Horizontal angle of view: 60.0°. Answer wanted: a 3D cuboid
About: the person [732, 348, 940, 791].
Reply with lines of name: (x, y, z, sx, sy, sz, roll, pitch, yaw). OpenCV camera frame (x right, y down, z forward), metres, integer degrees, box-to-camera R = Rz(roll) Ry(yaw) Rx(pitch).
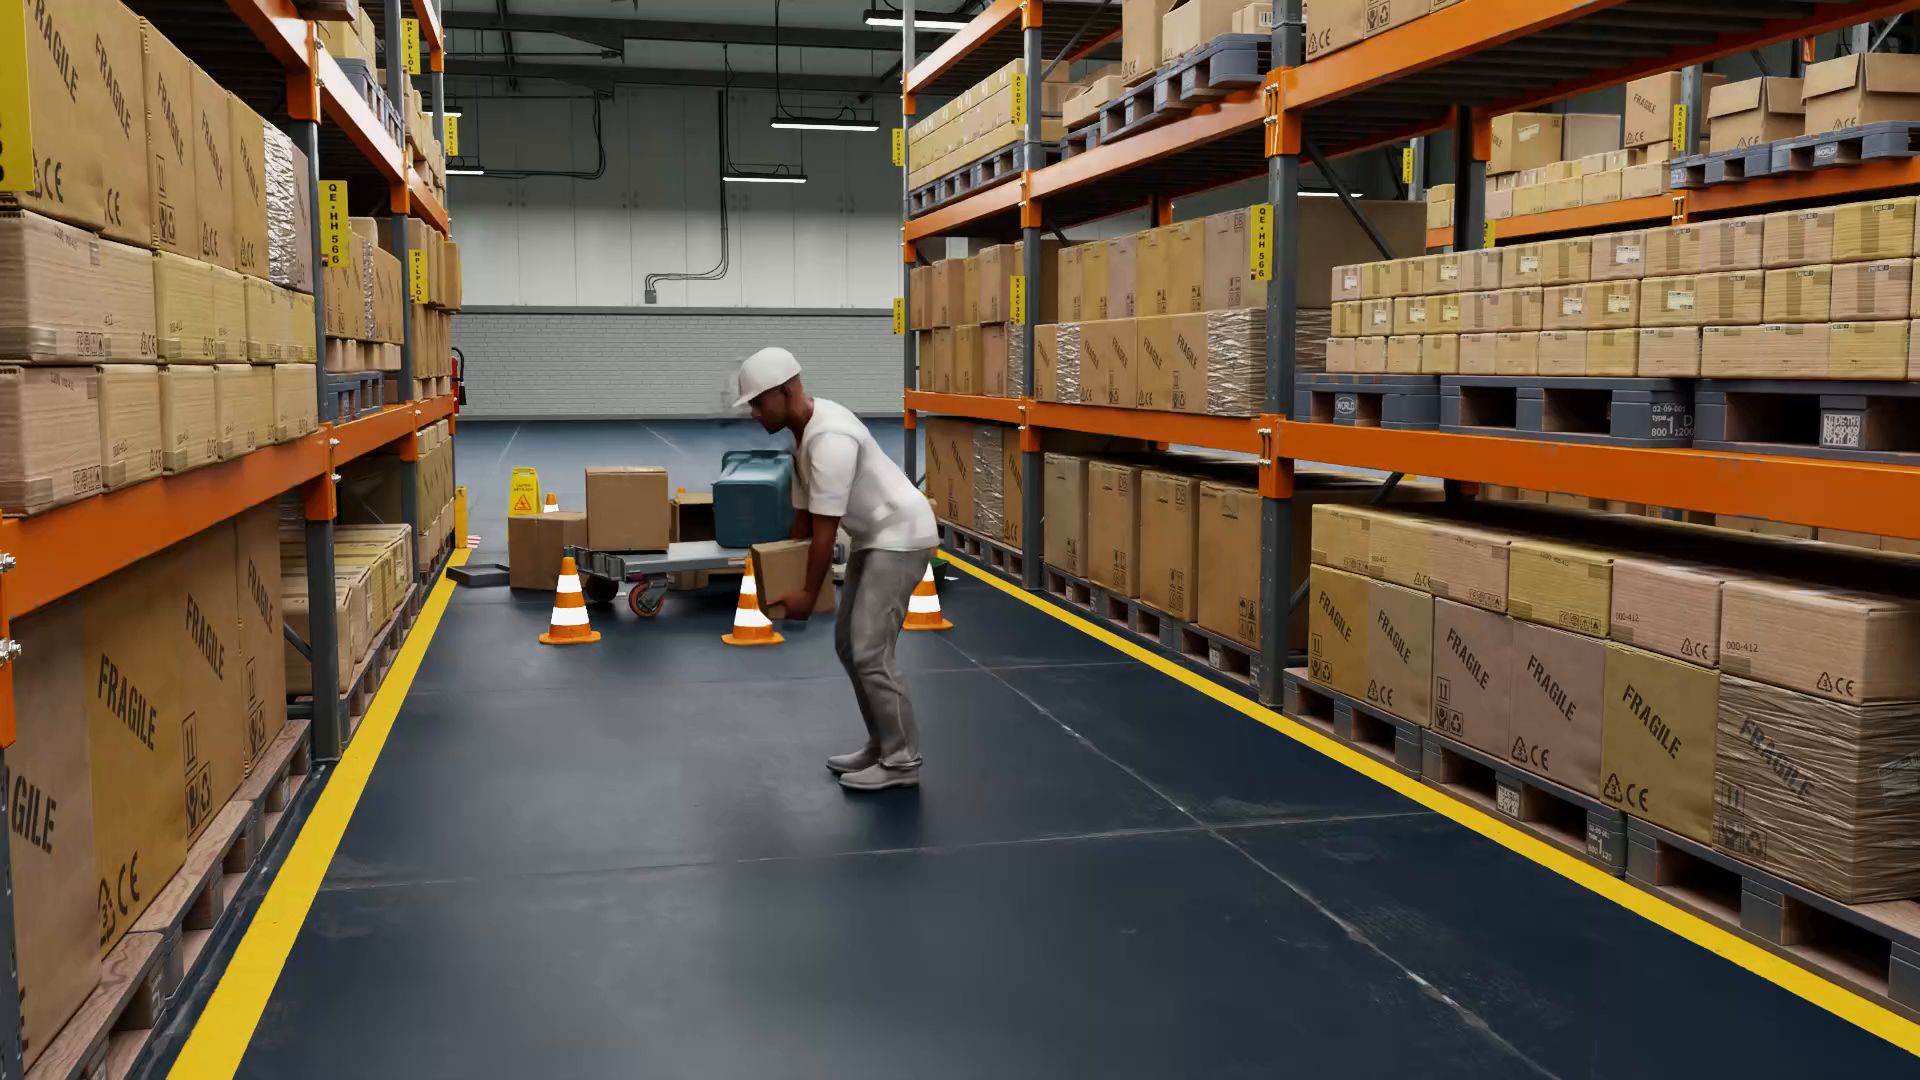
person: (-0.458, 0.102, 6.125, 0.750, 1.608, 0.463, -2, 6, -15)
